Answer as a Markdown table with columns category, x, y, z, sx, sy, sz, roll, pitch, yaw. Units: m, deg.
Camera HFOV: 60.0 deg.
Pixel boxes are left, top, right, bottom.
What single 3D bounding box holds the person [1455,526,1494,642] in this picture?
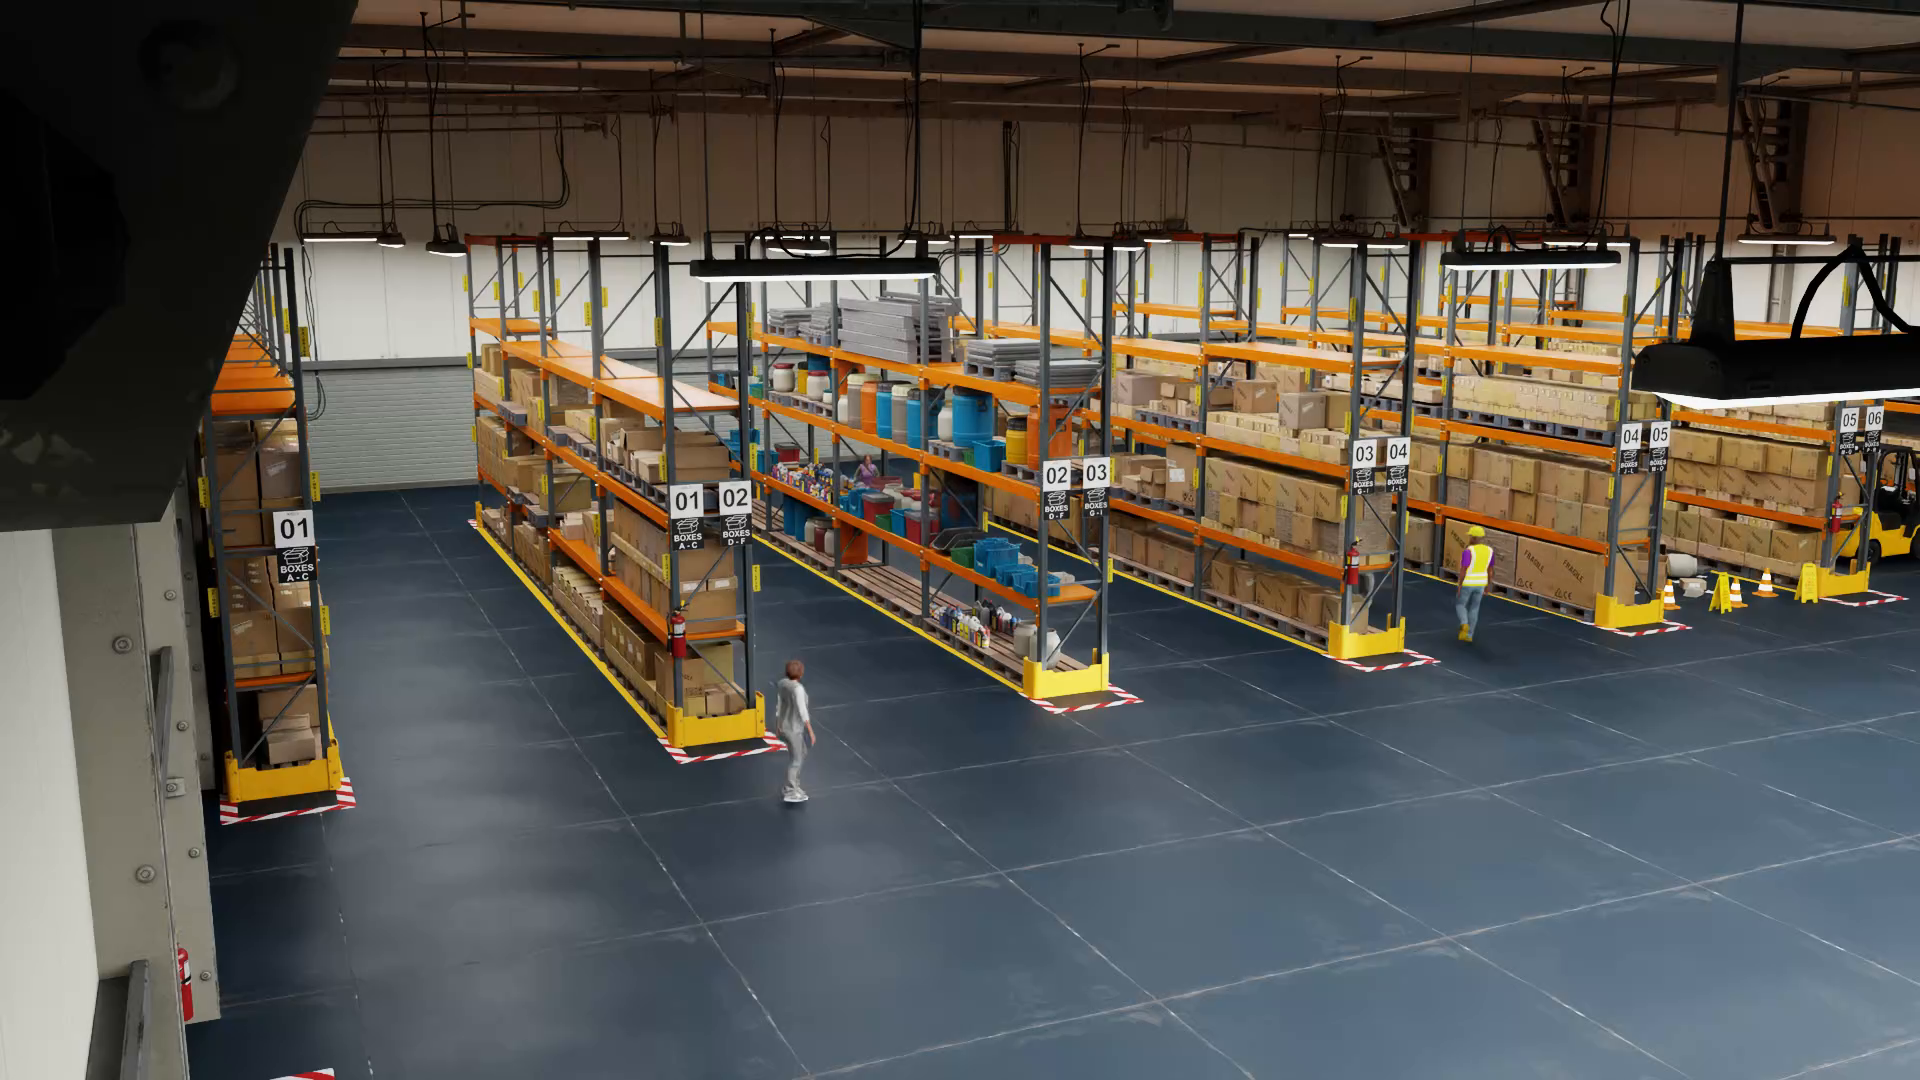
| category | x | y | z | sx | sy | sz | roll | pitch | yaw |
| --- | --- | --- | --- | --- | --- | --- | --- | --- | --- |
| person | 7.728 | 0.675 | 24.935 | 0.545 | 1.753 | 0.590 | 2 | 11 | 10 |

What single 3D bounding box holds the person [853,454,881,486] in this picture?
| category | x | y | z | sx | sy | sz | roll | pitch | yaw |
| --- | --- | --- | --- | --- | --- | --- | --- | --- | --- |
| person | -1.908 | -0.993 | 34.250 | 0.551 | 1.575 | 0.648 | -4 | 12 | -20 |

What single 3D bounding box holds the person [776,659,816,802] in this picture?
| category | x | y | z | sx | sy | sz | roll | pitch | yaw |
| --- | --- | --- | --- | --- | --- | --- | --- | --- | --- |
| person | -1.804 | 2.100 | 18.220 | 0.368 | 1.623 | 0.471 | -4 | 12 | -19 |

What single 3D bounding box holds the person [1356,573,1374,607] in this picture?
| category | x | y | z | sx | sy | sz | roll | pitch | yaw |
| --- | --- | --- | --- | --- | --- | --- | --- | --- | --- |
| person | 6.697 | 0.210 | 27.417 | 0.468 | 1.778 | 0.571 | -1 | 11 | -5 |
